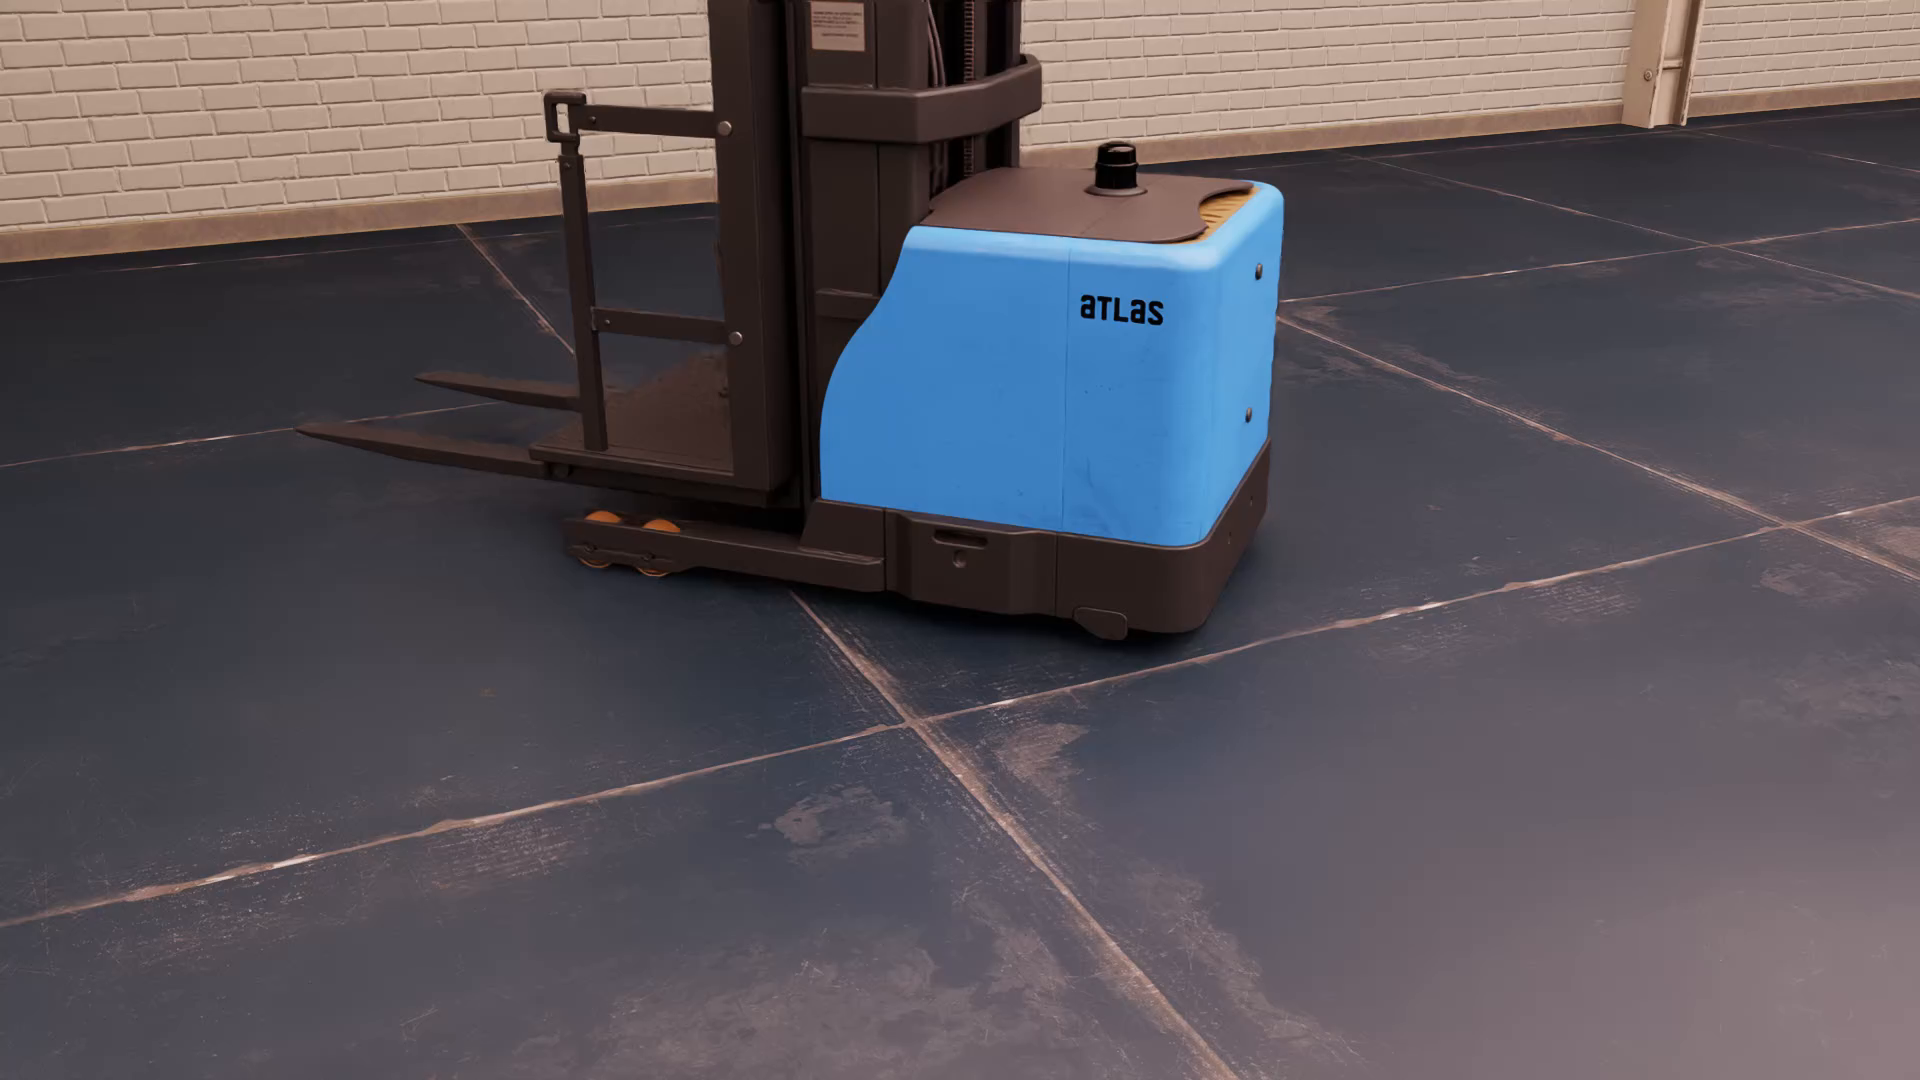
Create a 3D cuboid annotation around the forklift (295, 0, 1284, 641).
[{"bbox_3d":[-0.626,-1.424,4.713,3.031,2.935,1.130,8,24,19],"label":"forklift"}]
